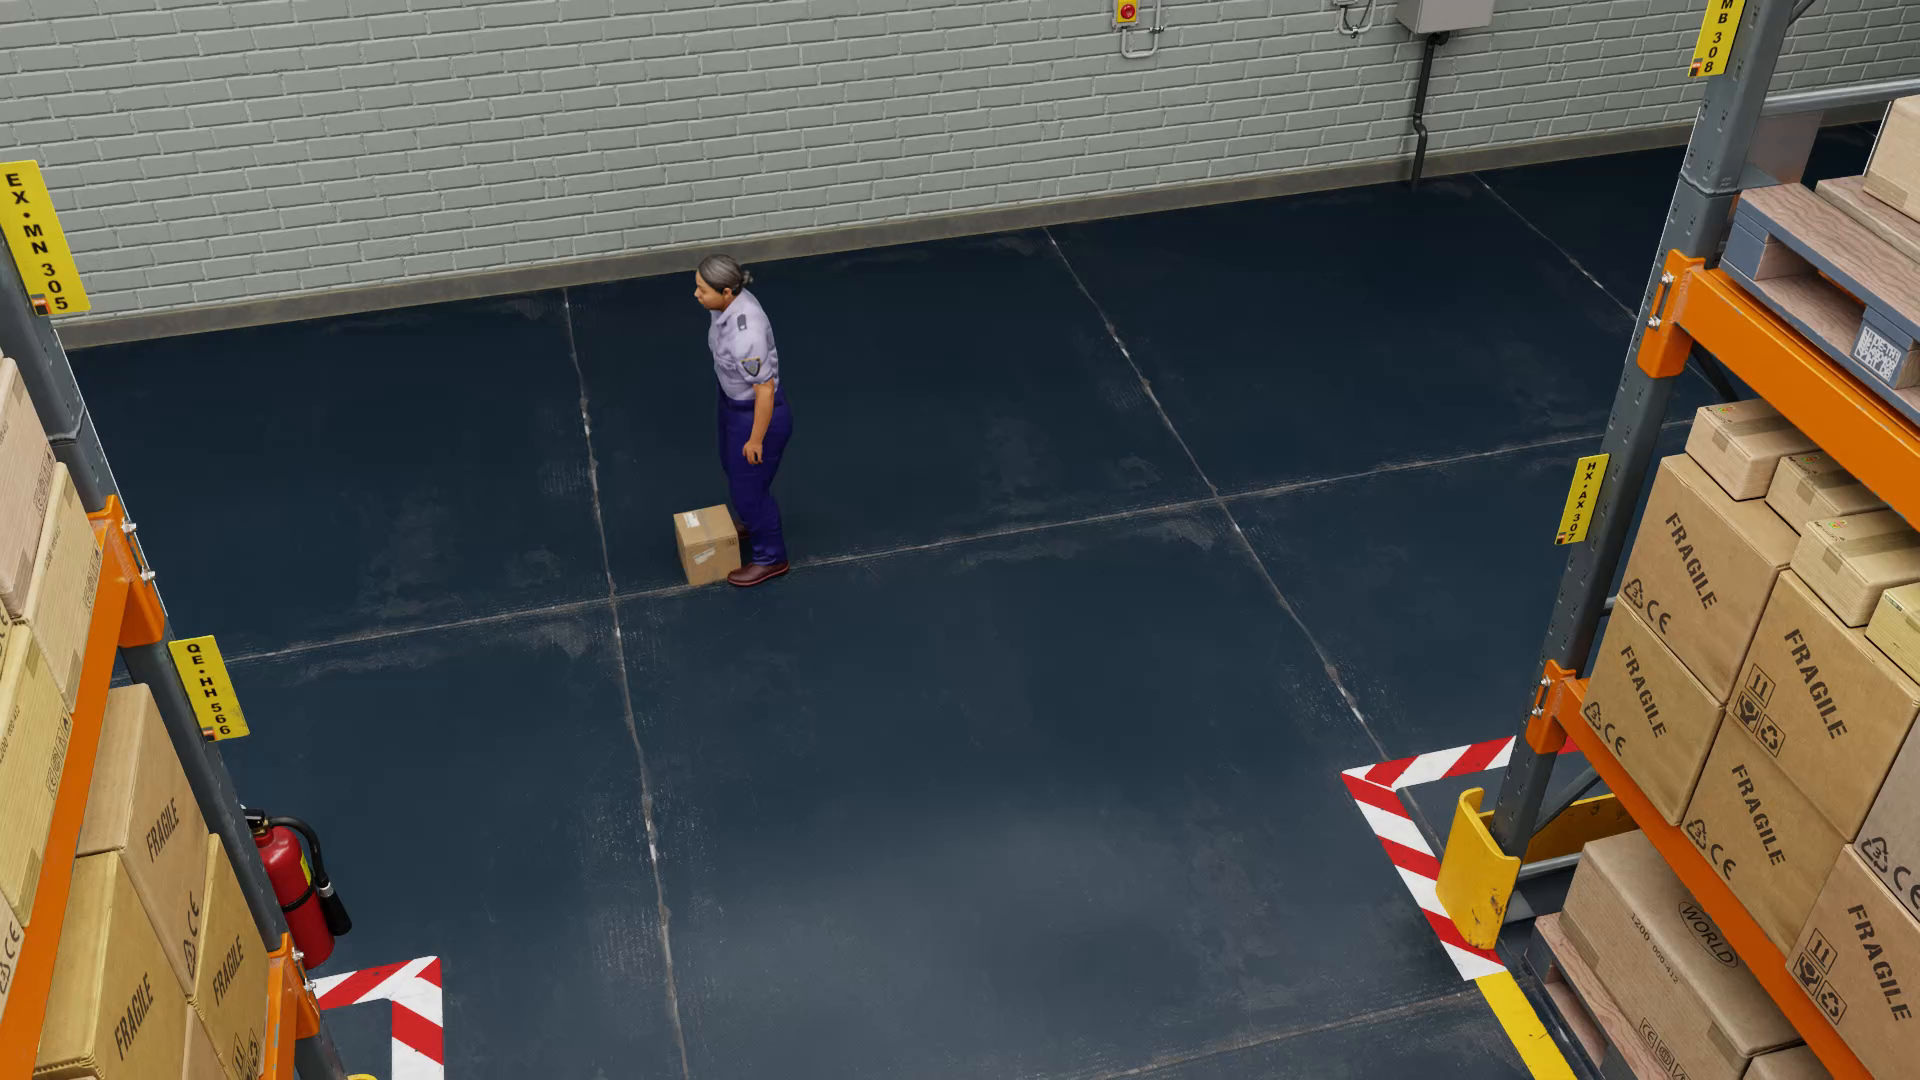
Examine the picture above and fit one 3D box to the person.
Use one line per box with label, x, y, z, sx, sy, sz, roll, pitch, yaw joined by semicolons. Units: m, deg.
person;-0.956;-0.561;7.438;0.374;1.638;0.553;-11;40;-14
